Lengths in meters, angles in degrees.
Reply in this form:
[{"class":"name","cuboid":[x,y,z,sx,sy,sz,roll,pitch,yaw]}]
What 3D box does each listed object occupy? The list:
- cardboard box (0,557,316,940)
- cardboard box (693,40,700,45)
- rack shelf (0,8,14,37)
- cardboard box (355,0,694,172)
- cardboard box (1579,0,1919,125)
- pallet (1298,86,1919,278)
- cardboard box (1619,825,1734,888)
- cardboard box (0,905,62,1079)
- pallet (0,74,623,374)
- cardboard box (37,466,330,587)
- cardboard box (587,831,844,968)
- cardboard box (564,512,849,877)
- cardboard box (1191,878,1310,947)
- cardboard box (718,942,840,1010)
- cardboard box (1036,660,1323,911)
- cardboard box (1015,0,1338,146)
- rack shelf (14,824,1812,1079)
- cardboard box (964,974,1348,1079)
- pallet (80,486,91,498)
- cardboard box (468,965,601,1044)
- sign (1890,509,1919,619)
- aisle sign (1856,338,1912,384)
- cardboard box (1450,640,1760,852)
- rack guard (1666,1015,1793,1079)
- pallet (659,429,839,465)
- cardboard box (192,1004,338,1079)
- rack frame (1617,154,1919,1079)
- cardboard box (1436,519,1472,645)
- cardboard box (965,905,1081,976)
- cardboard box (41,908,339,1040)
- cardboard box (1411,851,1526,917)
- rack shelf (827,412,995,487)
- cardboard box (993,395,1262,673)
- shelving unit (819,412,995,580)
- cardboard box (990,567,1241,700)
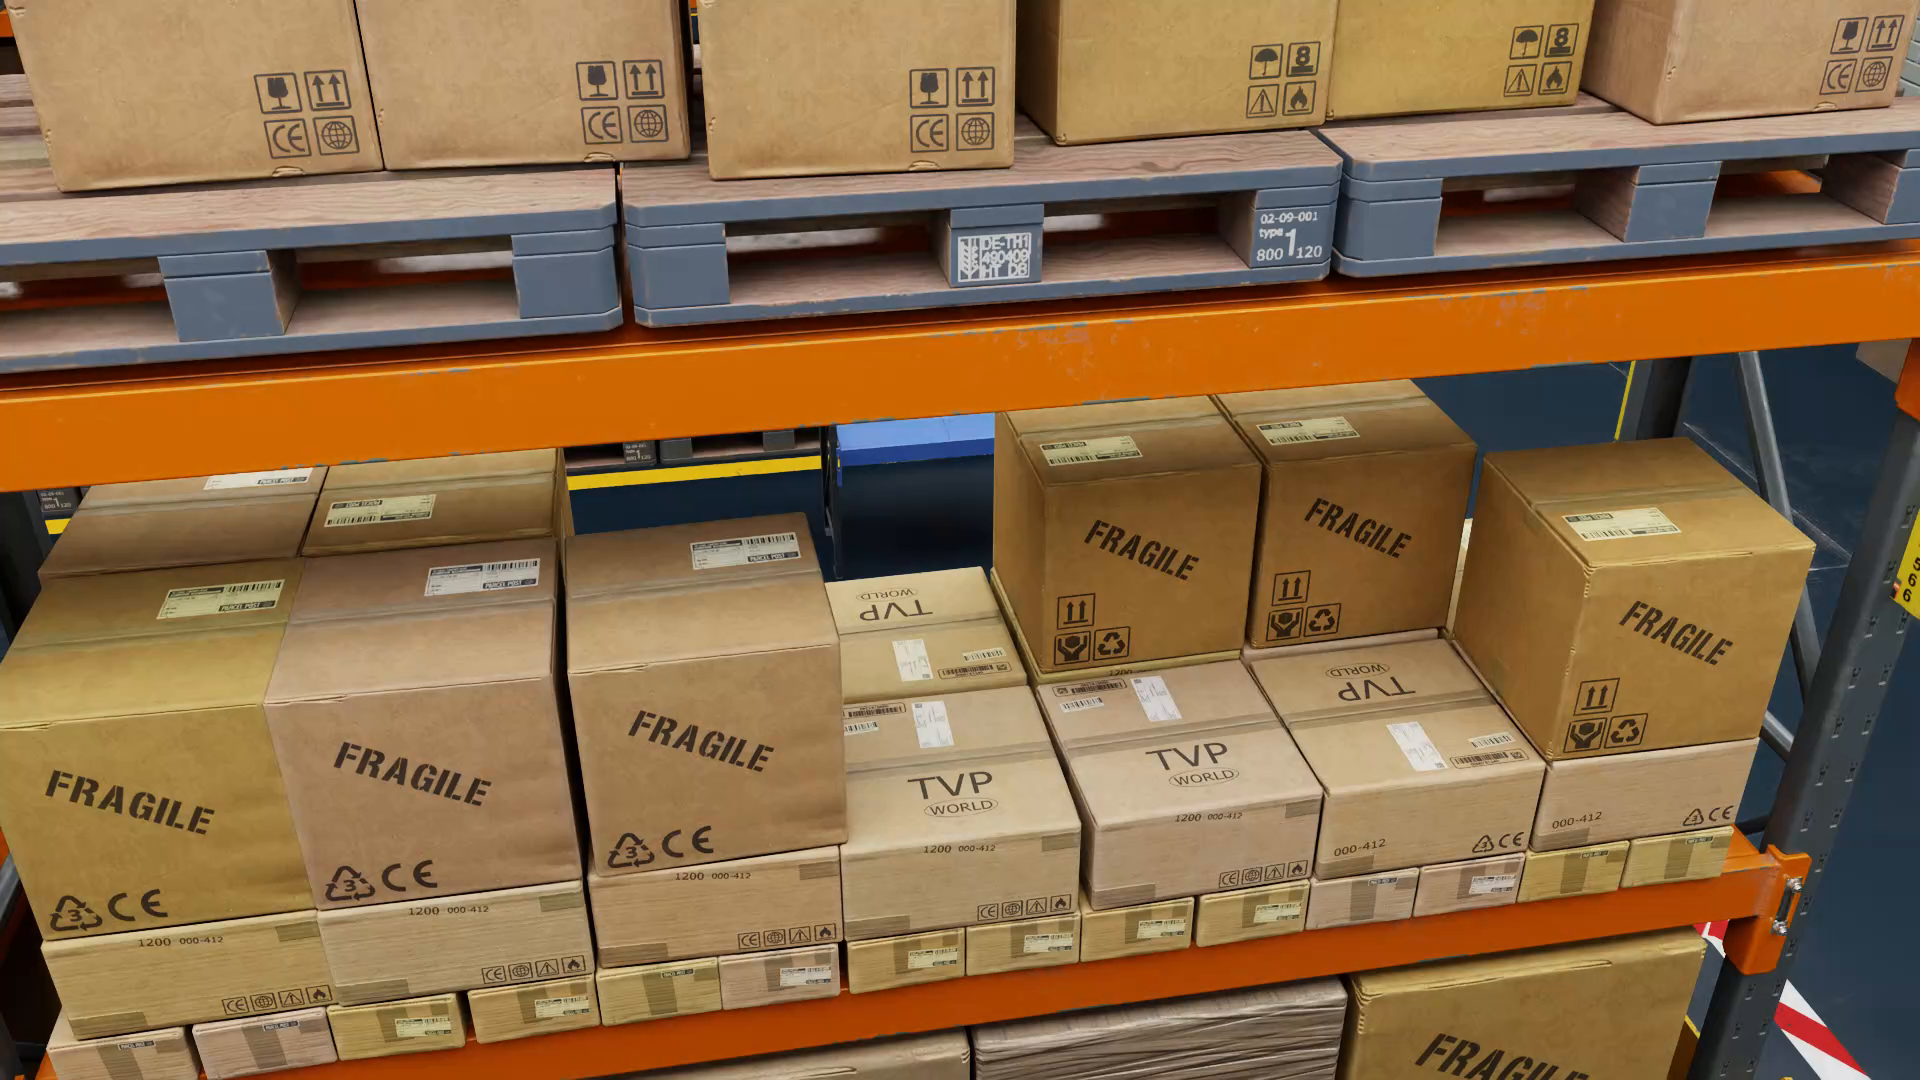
[{"class":"cardboard box","cuboid":[-1.517,0.393,3.237,0.500,0.500,0.500,-5,31,-9]},{"class":"cardboard box","cuboid":[-1.967,-3.531,12.825,0.637,0.503,0.797,-5,31,-9]},{"class":"rack shelf","cuboid":[-5.782,-3.751,11.880,4.000,0.370,1.077,-5,31,-9]},{"class":"cardboard box","cuboid":[-0.745,-1.013,2.942,0.500,0.500,0.700,-4,31,-6]},{"class":"cardboard box","cuboid":[1.399,-1.155,3.185,0.500,0.500,0.700,-7,31,-12]},{"class":"pallet","cuboid":[1.173,-0.851,3.367,1.213,0.211,1.003,-5,31,-9]},{"class":"cardboard box","cuboid":[1.610,0.636,3.958,0.250,0.149,0.380,-5,31,-8]},{"class":"cardboard box","cuboid":[-2.660,1.499,3.923,0.875,0.875,1.225,-5,31,-9]},{"class":"pallet","cuboid":[-1.227,-0.628,2.988,1.213,0.211,1.003,-5,31,-9]},{"class":"cardboard box","cuboid":[-1.630,0.134,3.678,0.500,0.500,0.500,-4,31,-7]},{"class":"cardboard box","cuboid":[-0.526,0.627,3.579,0.500,0.250,0.500,-5,31,-8]},{"class":"cardboard box","cuboid":[-0.520,0.302,3.392,0.500,0.500,0.500,-6,31,-10]},{"class":"cardboard box","cuboid":[0.605,0.730,3.798,0.250,0.149,0.380,-6,31,-10]},{"class":"cardboard box","cuboid":[-0.408,0.824,3.637,0.250,0.149,0.380,-5,31,-8]},{"class":"cardboard box","cuboid":[0.472,0.536,3.733,0.500,0.250,0.500,-6,31,-11]},{"class":"cardboard box","cuboid":[0.324,-1.093,3.078,0.500,0.500,0.700,-7,31,-12]},{"class":"rack shelf","cuboid":[-0.067,0.823,4.100,4.000,0.370,1.077,-5,31,-9]},{"class":"cardboard box","cuboid":[0.391,1.247,4.352,0.875,0.875,0.875,-5,31,-9]},{"class":"pallet","cuboid":[-3.692,-0.522,8.429,1.213,0.211,1.003,-5,31,-9]},{"class":"cardboard box","cuboid":[-0.907,0.870,3.559,0.250,0.149,0.380,-6,31,-10]},{"class":"sign","cuboid":[1.985,0.001,3.413,0.005,0.325,0.100,-5,31,-9]},{"class":"aisle sign","cuboid":[2.026,-0.647,3.326,0.004,0.787,0.394,-5,31,-9]},{"class":"cardboard box","cuboid":[1.472,0.444,3.891,0.500,0.250,0.500,-6,31,-10]},{"class":"rack guard","cuboid":[1.924,1.406,4.866,0.348,0.500,1.175,-5,31,-9]},{"class":"pallet","cuboid":[-1.007,-0.771,8.853,1.213,0.211,1.003,-5,31,-9]},{"class":"cardboard box","cuboid":[-1.425,0.919,3.476,0.250,0.149,0.380,-6,31,-11]},{"class":"rack frame","cuboid":[1.901,0.331,4.228,0.127,3.000,1.000,-5,31,-9]},{"class":"cardboard box","cuboid":[1.380,0.176,4.345,0.500,0.250,0.500,-6,31,-10]},{"class":"cardboard box","cuboid":[0.106,0.775,3.720,0.250,0.149,0.380,-5,31,-8]},{"class":"cardboard box","cuboid":[-1.525,0.720,3.421,0.500,0.250,0.500,-6,31,-10]},{"class":"cardboard box","cuboid":[1.106,0.683,3.878,0.250,0.149,0.380,-5,31,-9]},{"class":"rack shelf","cuboid":[-0.084,-0.484,7.448,1.000,0.185,0.538,-5,31,-9]},{"class":"cardboard box","cuboid":[0.380,-0.051,3.992,0.500,0.500,0.500,-6,31,-10]},{"class":"shelving unit","cuboid":[-0.084,-0.639,7.357,1.048,1.500,0.538,-5,31,-9]},{"class":"cardboard box","cuboid":[0.375,0.271,4.184,0.500,0.250,0.500,-6,31,-11]}]
